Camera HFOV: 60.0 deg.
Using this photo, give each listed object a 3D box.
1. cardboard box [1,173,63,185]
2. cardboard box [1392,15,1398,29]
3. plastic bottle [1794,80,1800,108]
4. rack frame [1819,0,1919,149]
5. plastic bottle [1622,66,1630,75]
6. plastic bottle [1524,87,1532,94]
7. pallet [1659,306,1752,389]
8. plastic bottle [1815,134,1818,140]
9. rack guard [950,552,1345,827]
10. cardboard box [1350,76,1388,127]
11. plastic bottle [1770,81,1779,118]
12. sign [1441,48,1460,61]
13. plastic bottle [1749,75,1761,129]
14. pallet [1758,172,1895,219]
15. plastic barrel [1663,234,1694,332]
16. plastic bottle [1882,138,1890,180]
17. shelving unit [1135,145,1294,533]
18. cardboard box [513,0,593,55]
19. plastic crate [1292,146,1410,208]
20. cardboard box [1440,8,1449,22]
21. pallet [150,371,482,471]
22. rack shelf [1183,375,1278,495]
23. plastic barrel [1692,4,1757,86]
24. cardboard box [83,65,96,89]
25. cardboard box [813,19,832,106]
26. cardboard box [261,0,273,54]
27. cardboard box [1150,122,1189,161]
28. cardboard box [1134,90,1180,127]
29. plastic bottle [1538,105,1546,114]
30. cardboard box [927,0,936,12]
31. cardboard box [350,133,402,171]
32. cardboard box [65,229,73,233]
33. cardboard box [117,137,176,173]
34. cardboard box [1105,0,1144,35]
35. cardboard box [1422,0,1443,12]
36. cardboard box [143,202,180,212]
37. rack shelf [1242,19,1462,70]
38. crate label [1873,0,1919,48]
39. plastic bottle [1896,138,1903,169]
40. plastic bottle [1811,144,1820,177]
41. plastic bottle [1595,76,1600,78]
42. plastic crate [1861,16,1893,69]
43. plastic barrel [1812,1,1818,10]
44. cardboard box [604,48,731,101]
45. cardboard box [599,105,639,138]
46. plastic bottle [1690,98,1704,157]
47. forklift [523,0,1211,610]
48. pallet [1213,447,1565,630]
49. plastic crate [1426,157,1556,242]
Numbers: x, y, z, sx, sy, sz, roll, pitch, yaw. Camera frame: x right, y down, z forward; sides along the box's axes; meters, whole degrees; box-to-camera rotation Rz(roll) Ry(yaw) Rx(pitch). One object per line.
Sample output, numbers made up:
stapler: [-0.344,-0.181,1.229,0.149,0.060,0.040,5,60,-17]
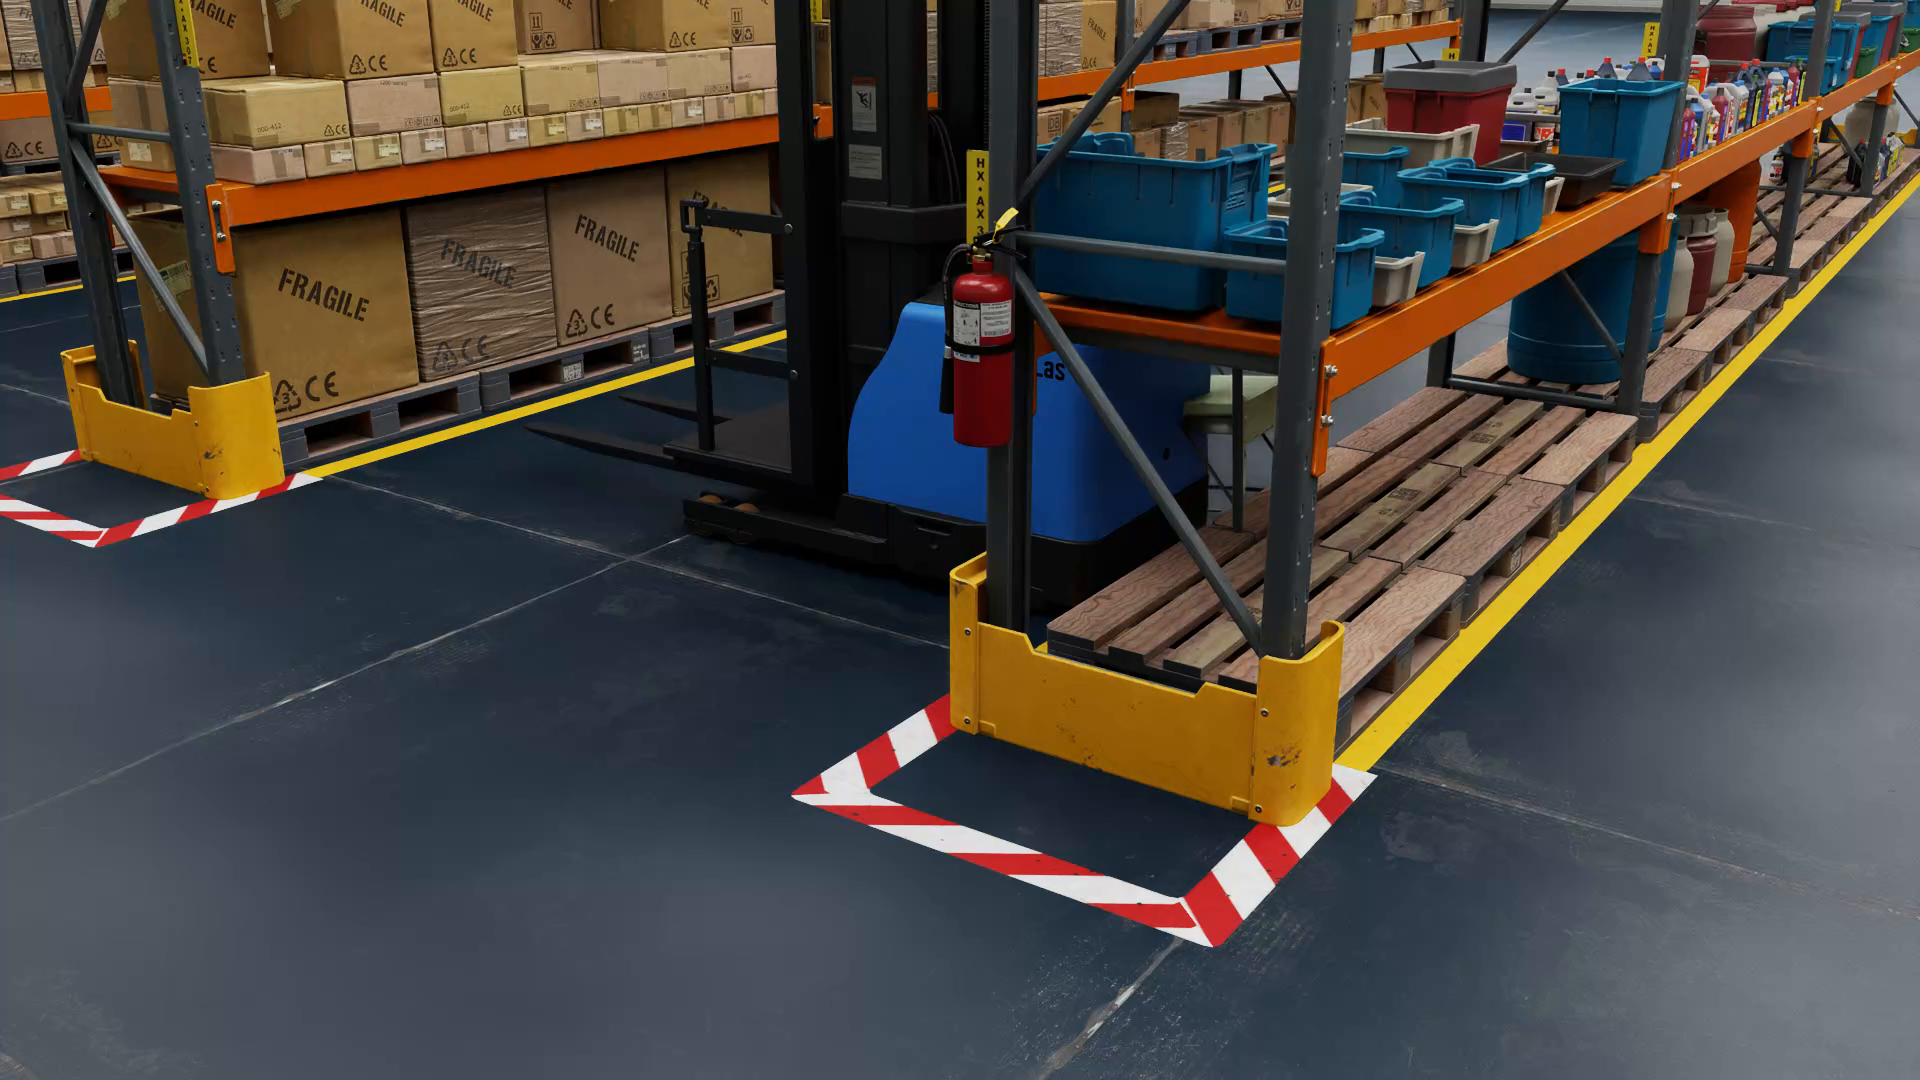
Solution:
cardboard box: [-6.632,-2.521,11.904,0.380,0.149,0.250,13,24,32]
cardboard box: [4.480,-5.582,17.894,0.380,0.149,0.250,13,24,32]
plastic bottle: [5.069,-2.748,10.156,0.097,0.201,0.097,0,20,0]
rack frame: [9.520,-5.365,16.946,1.000,3.000,0.127,13,24,32]
plastic bottle: [3.905,-2.655,9.805,0.097,0.271,0.097,0,20,0]
plastic bottle: [2.821,-2.119,8.337,0.061,0.283,0.133,13,24,32]
pallet: [3.928,-1.179,9.648,1.003,0.211,1.213,13,24,32]
plastic bottle: [8.243,-3.832,16.101,0.097,0.271,0.097,0,20,0]
rack guard: [0.523,0.407,4.943,1.175,0.500,0.348,13,24,32]
cardboard box: [4.751,-5.002,18.961,0.500,0.500,0.500,-17,26,-38]
plastic bottle: [4.665,-2.542,9.600,0.097,0.201,0.097,0,20,0]
sign: [2.321,-2.160,7.881,0.100,0.325,0.005,13,24,32]
plastic bottle: [4.327,-2.397,9.088,0.061,0.283,0.133,13,24,32]
pallet: [7.684,-3.094,14.826,1.003,0.211,1.213,13,24,32]
plastic barrel: [3.884,-1.453,9.349,0.421,0.512,0.421,0,20,0]
plastic bottle: [8.175,-3.386,14.780,0.144,0.351,0.185,12,24,30]
shelving unit: [1.011,-0.760,6.493,0.431,1.500,0.755,4,15,25]
cardboard box: [-2.374,-2.931,9.073,0.500,0.500,0.500,12,24,30]
plastic crate: [1.468,-1.363,6.282,0.416,0.233,0.300,13,24,32]
cardboard box: [5.434,-6.091,19.271,0.380,0.149,0.250,13,24,32]
pallet: [-3.186,-0.677,8.291,1.003,0.211,1.213,13,24,32]
rack shelf: [1.024,-0.443,6.568,0.431,0.370,0.720,4,15,25]
plastic barrel: [5.033,-3.326,11.236,0.600,0.536,0.708,13,24,32]
cardboard box: [-6.153,-3.176,11.390,0.380,0.149,0.250,14,24,33]
cardboard box: [-0.856,-3.018,10.457,0.500,0.500,0.500,13,24,32]
cardboard box: [-5.405,-3.877,12.349,0.500,0.500,0.500,13,24,32]
cardboard box: [1.588,-3.427,14.676,0.700,0.500,0.500,11,23,27]
cardboard box: [1.568,-3.774,14.531,0.500,0.250,0.500,17,26,38]
plastic bottle: [2.897,-2.070,8.324,0.097,0.201,0.097,0,20,0]
cardboard box: [-0.574,-3.785,11.084,0.797,0.503,0.637,14,24,32]
cardboard box: [-2.811,-1.807,7.690,0.380,0.149,0.250,13,24,31]
cardboard box: [-6.198,-2.131,11.706,0.380,0.149,0.250,13,24,32]
cardboard box: [-3.642,-1.789,7.640,0.380,0.149,0.250,14,24,33]
cardboard box: [1.197,-4.442,13.701,0.500,0.500,0.500,10,23,25]
cardboard box: [4.910,-6.198,18.625,0.875,0.500,0.500,13,24,32]
cardboard box: [-5.908,-2.441,12.116,0.380,0.149,0.250,14,24,33]
rack shelf: [4.300,-5.420,18.130,1.077,0.370,4.000,13,24,32]
crate label: [8.709,-4.801,15.369,0.502,0.435,0.616,13,24,32]
plastic bottle: [8.686,-3.615,15.505,0.152,0.276,0.135,13,24,32]
plastic bottle: [7.640,-3.421,14.981,0.152,0.276,0.135,13,24,32]
plastic bottle: [3.424,-2.395,9.094,0.152,0.276,0.135,13,24,32]
plastic crate: [6.909,-3.833,12.826,0.392,0.384,0.575,13,24,32]
plastic barrel: [6.804,-4.401,13.616,0.600,0.901,0.708,13,24,32]
cardboard box: [-1.642,-2.630,9.340,0.500,0.250,0.500,14,25,33]
cardboard box: [-1.944,-2.250,8.886,0.380,0.149,0.250,13,24,31]
plastic bottle: [3.513,-1.987,7.997,0.097,0.271,0.097,0,20,0]
forklift: [-0.528,-1.494,6.578,3.031,2.935,1.130,13,24,31]
pallet: [1.708,-0.044,6.580,1.003,0.211,1.213,13,24,32]
plastic crate: [1.846,-1.195,5.826,0.416,0.233,0.300,13,24,32]
